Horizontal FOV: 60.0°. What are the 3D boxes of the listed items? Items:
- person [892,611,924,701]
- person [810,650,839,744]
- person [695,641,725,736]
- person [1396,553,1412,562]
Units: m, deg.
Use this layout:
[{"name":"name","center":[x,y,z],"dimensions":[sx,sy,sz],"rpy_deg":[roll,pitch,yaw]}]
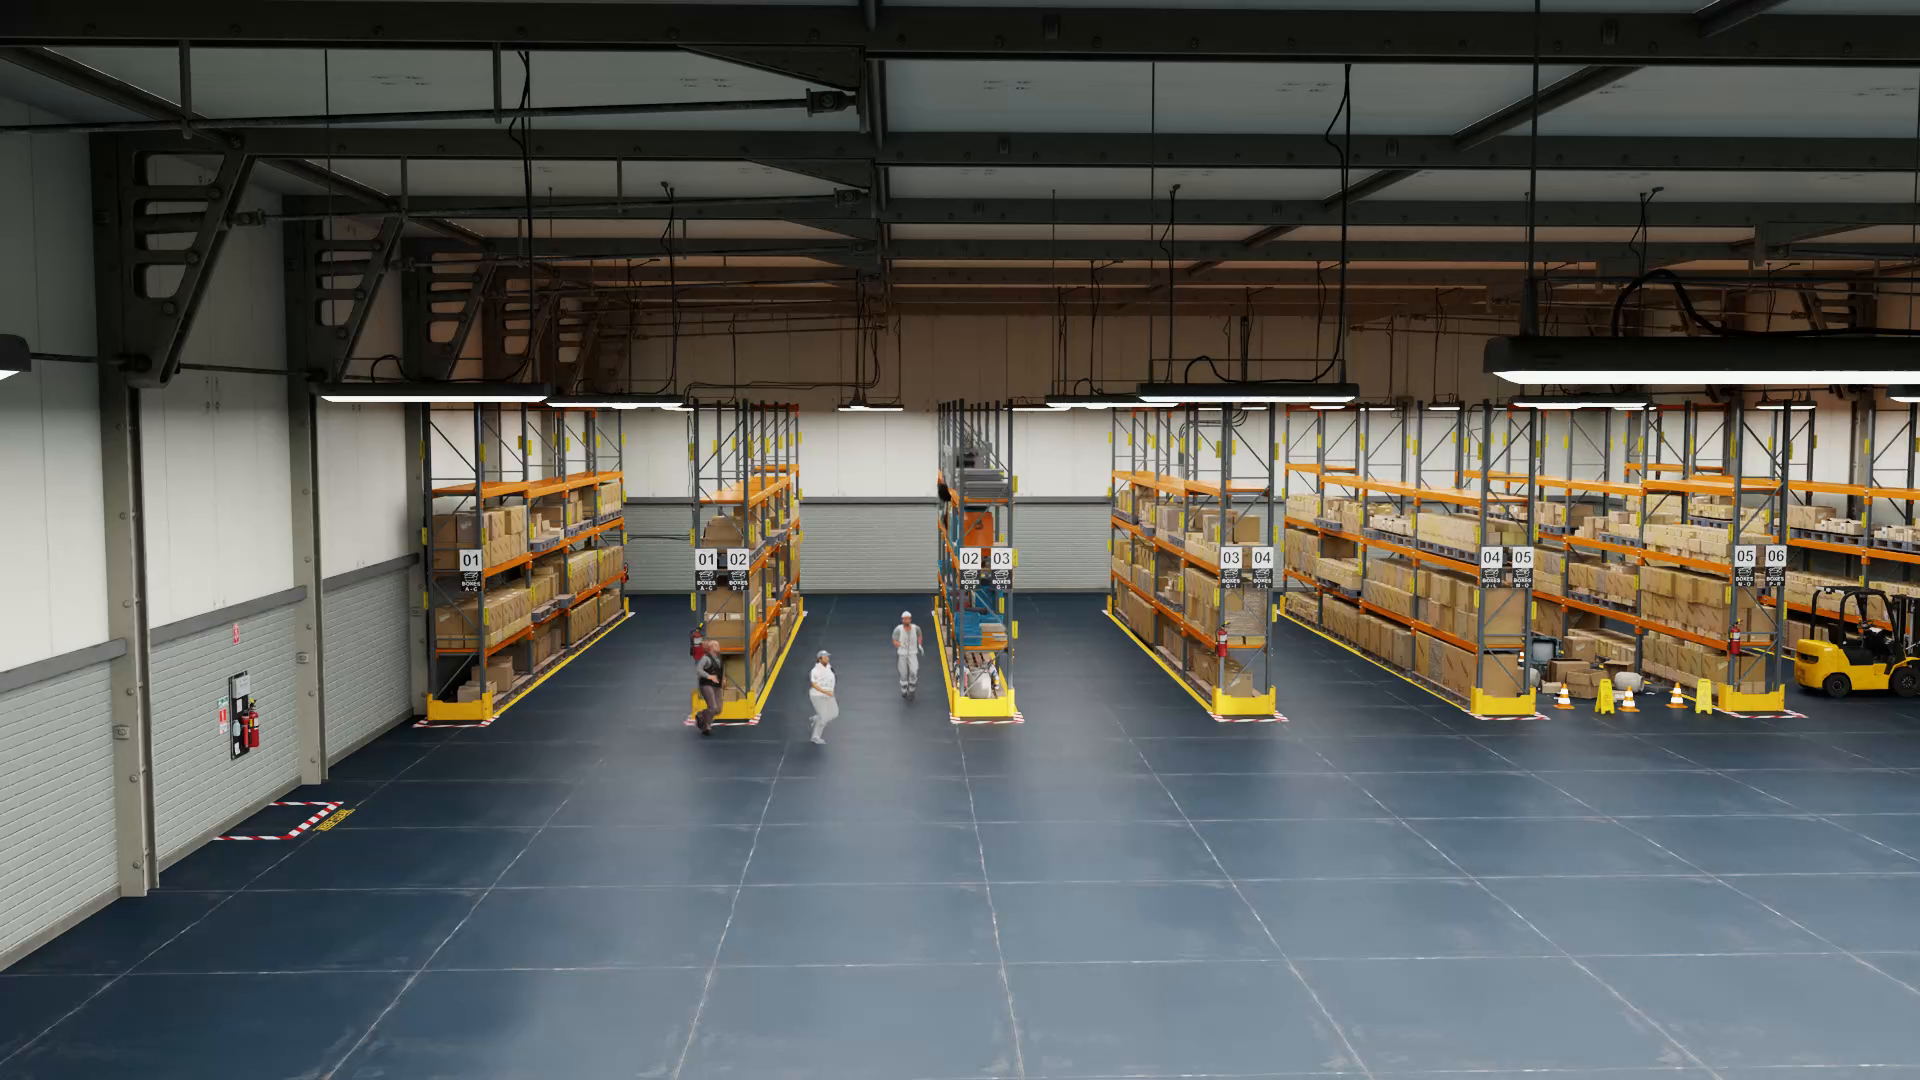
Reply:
[{"name":"person","center":[-1.034,2.315,33.156],"dimensions":[0.641,1.796,0.805],"rpy_deg":[0,4,-7]},{"name":"person","center":[-2.383,2.726,28.964],"dimensions":[0.615,1.634,0.630],"rpy_deg":[2,5,29]},{"name":"person","center":[-4.464,2.638,29.808],"dimensions":[0.638,1.672,0.687],"rpy_deg":[3,5,31]},{"name":"person","center":[13.065,1.102,49.237],"dimensions":[1.028,1.795,0.717],"rpy_deg":[0,4,-6]}]
